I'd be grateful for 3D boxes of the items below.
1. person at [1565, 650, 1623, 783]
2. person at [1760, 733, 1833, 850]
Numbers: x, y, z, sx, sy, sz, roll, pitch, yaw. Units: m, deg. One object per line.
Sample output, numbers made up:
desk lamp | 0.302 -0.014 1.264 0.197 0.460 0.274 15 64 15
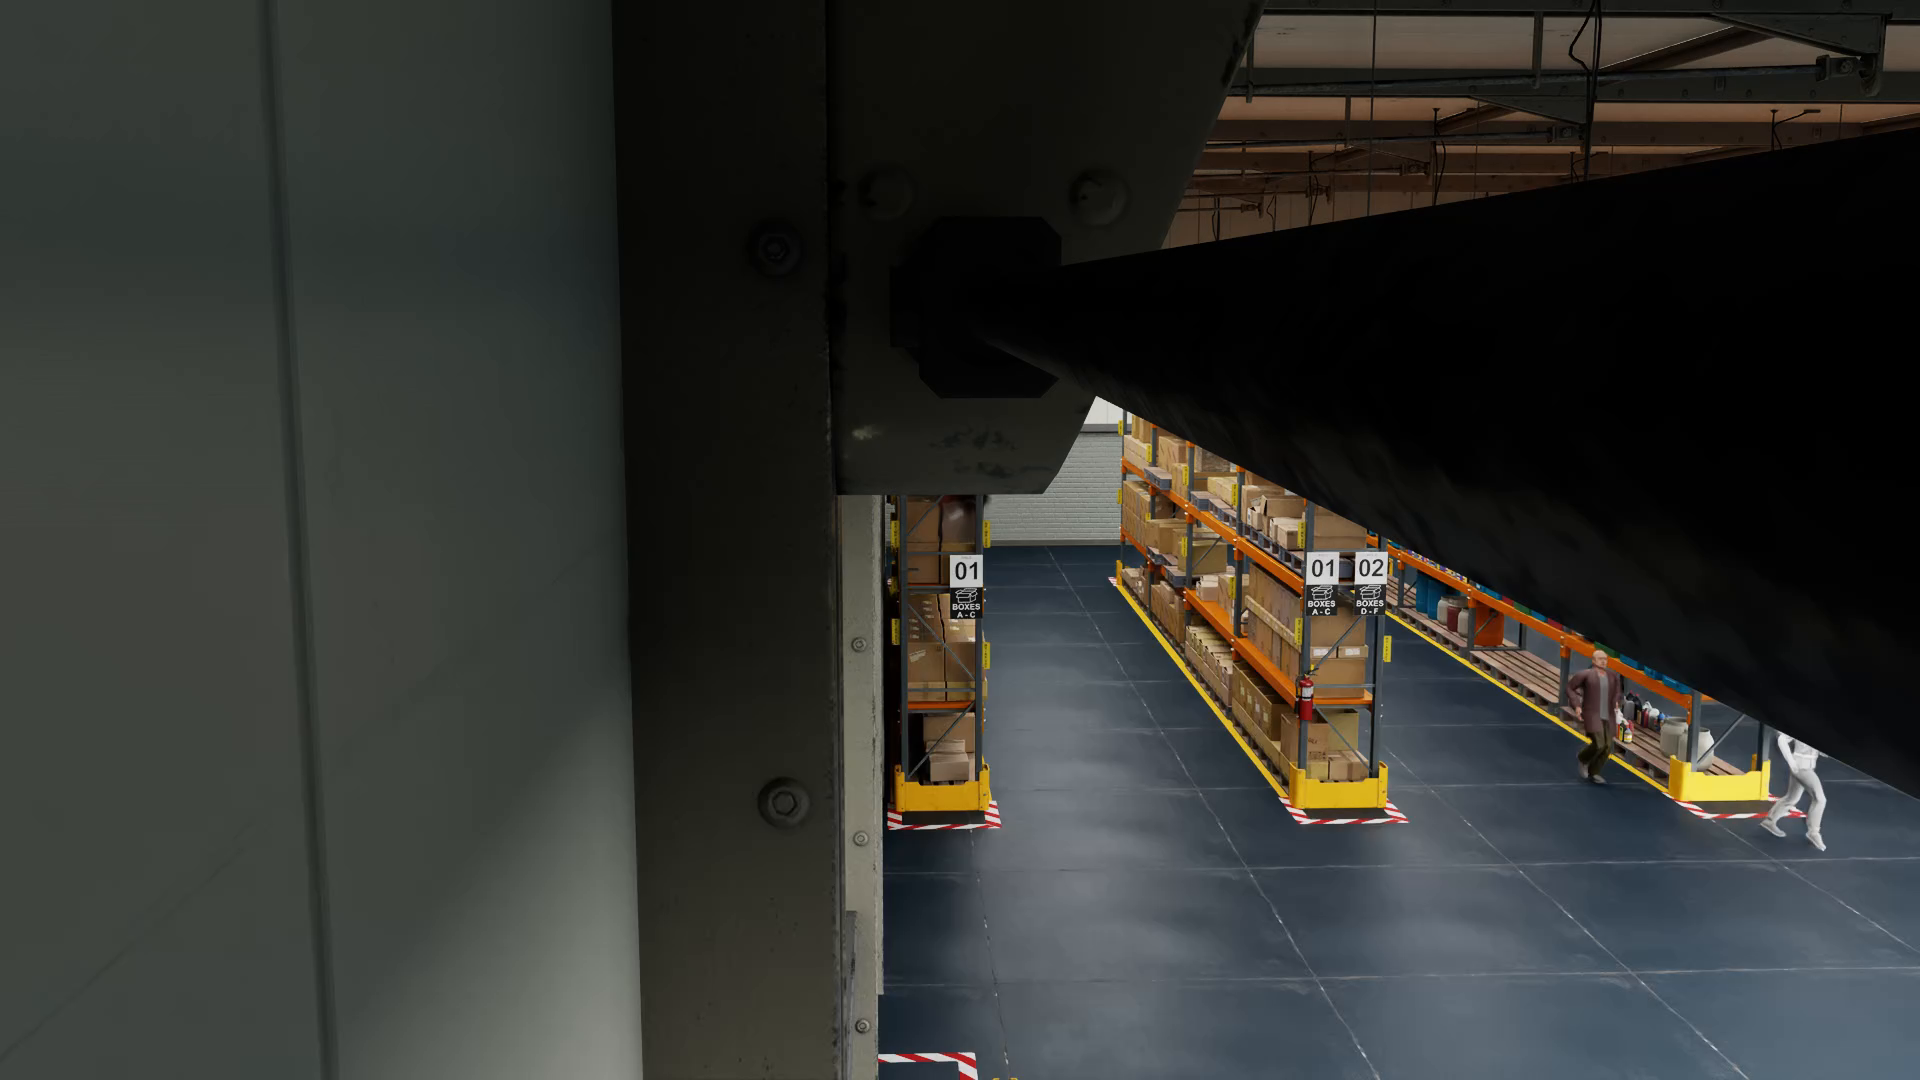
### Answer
person | 8.286 2.303 21.563 0.694 1.729 0.615 -1 9 -9
person | 9.745 2.680 19.305 0.726 1.748 0.608 5 10 31
